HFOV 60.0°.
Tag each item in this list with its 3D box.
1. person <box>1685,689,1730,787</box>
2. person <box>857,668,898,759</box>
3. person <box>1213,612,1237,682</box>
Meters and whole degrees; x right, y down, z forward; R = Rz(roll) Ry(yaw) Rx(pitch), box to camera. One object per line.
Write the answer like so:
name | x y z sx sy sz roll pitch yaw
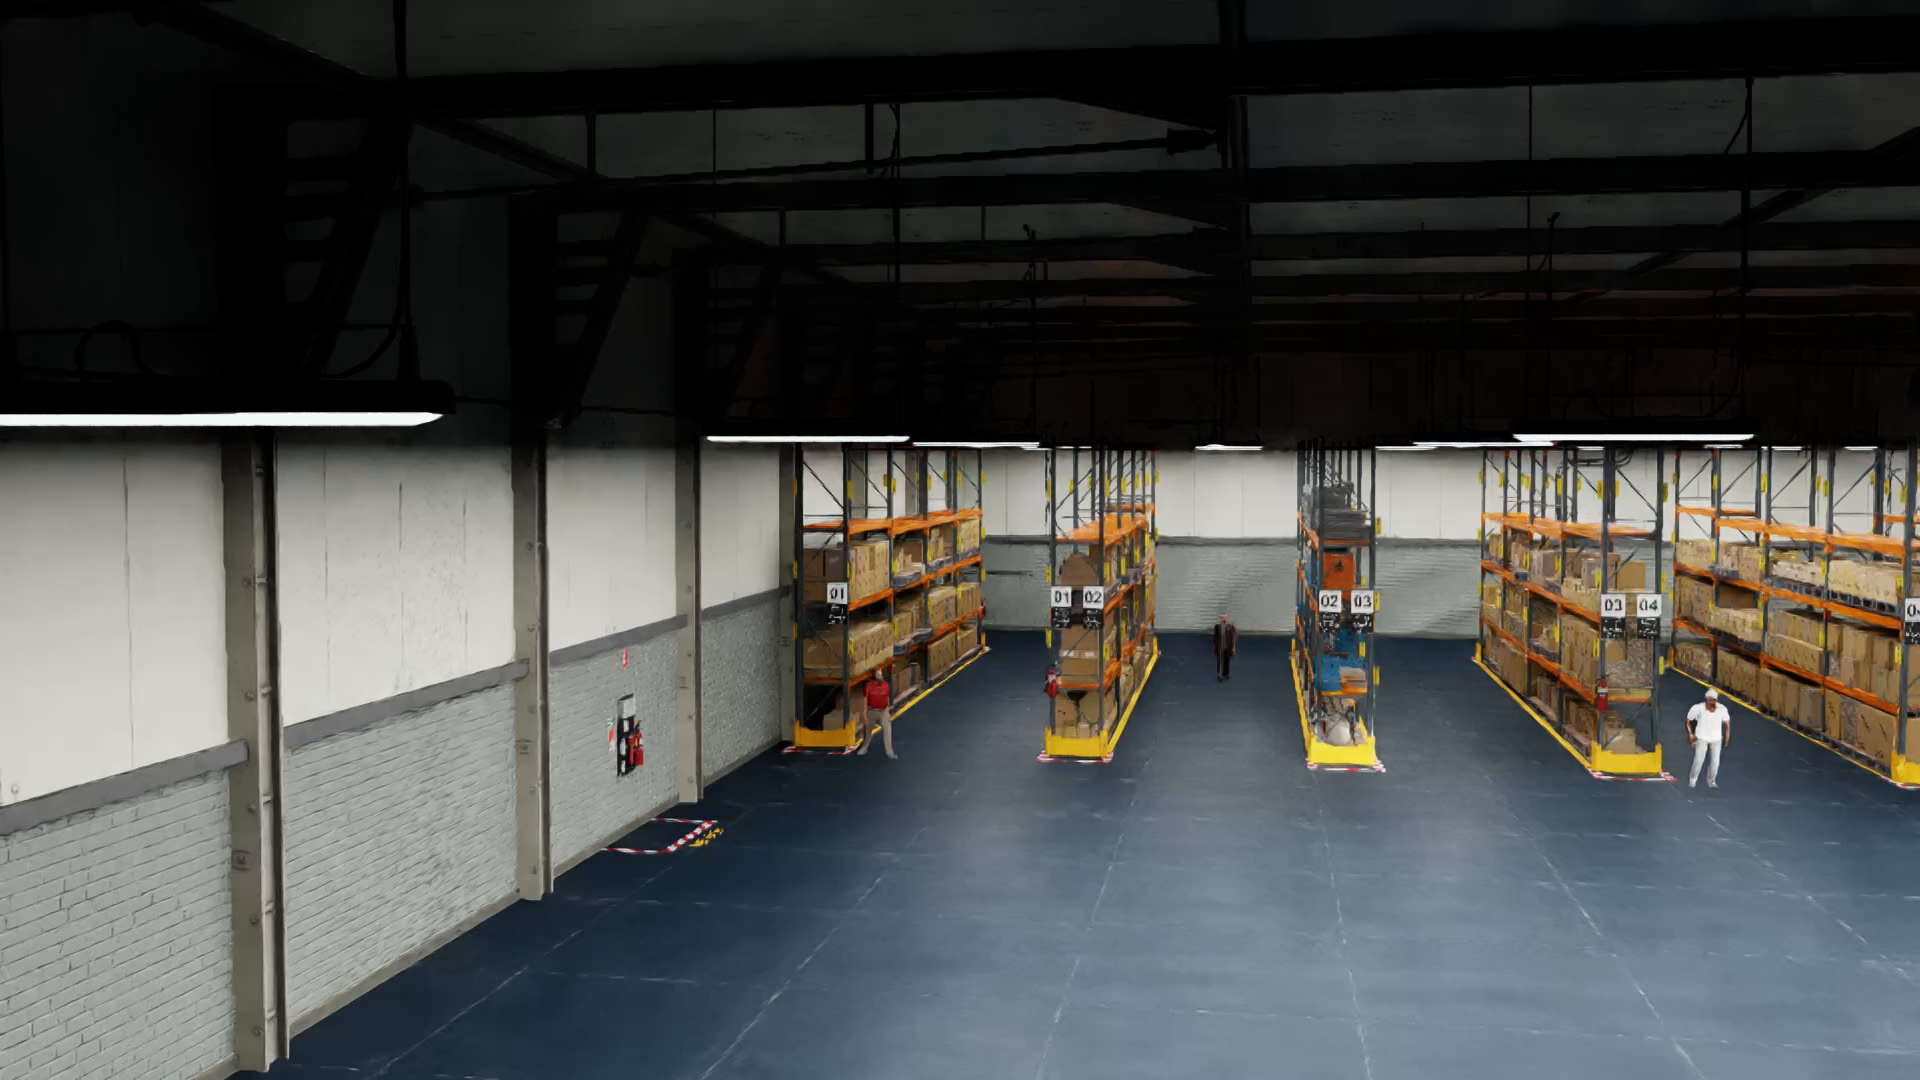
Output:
person | 12.729 3.374 28.302 0.719 1.714 0.578 0 3 9
person | -1.563 3.230 31.029 0.616 1.689 0.954 -1 3 -16
person | 6.632 2.655 41.613 0.600 1.725 1.111 0 3 9
